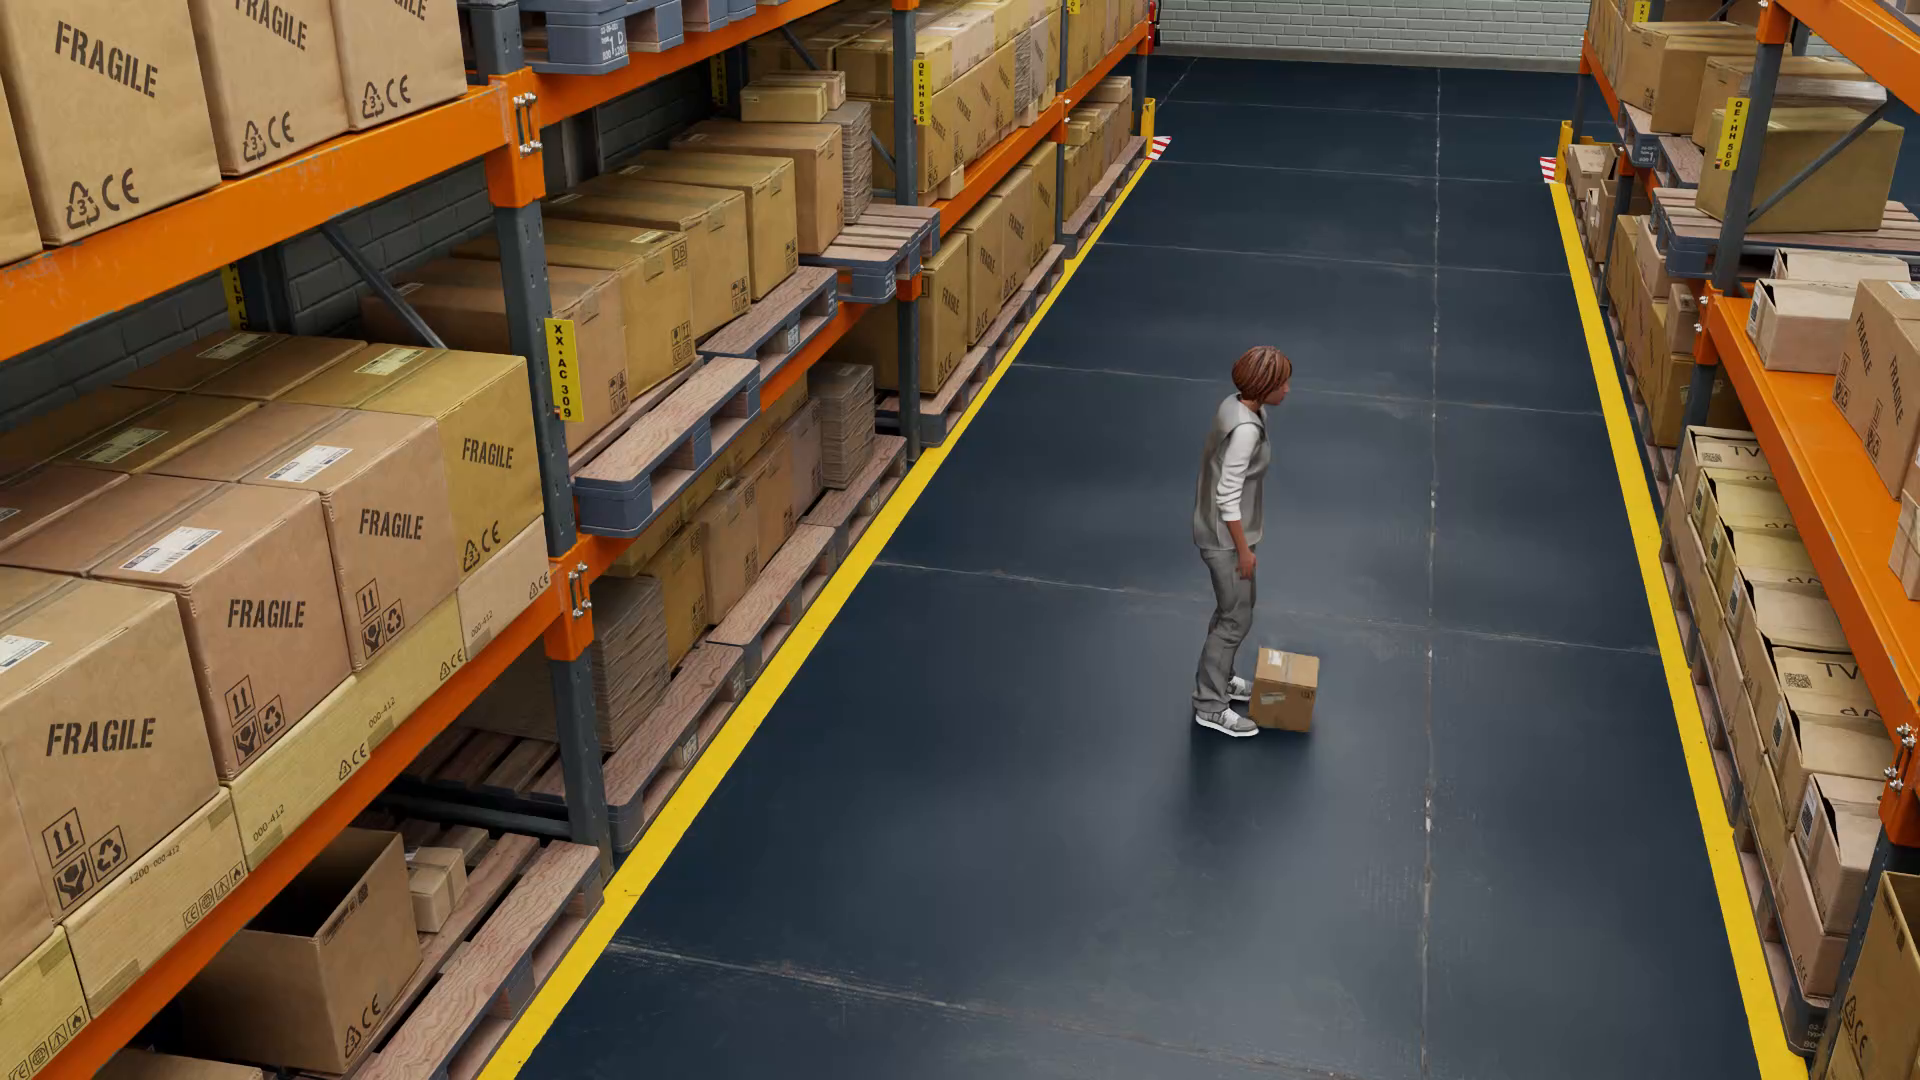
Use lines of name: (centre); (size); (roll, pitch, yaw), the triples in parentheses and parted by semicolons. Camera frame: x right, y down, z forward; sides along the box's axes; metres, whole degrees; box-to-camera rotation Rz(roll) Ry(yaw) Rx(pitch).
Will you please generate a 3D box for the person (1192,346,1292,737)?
person: (1.100, -0.013, 6.648); (0.342, 1.594, 0.460); (6, 26, 11)
